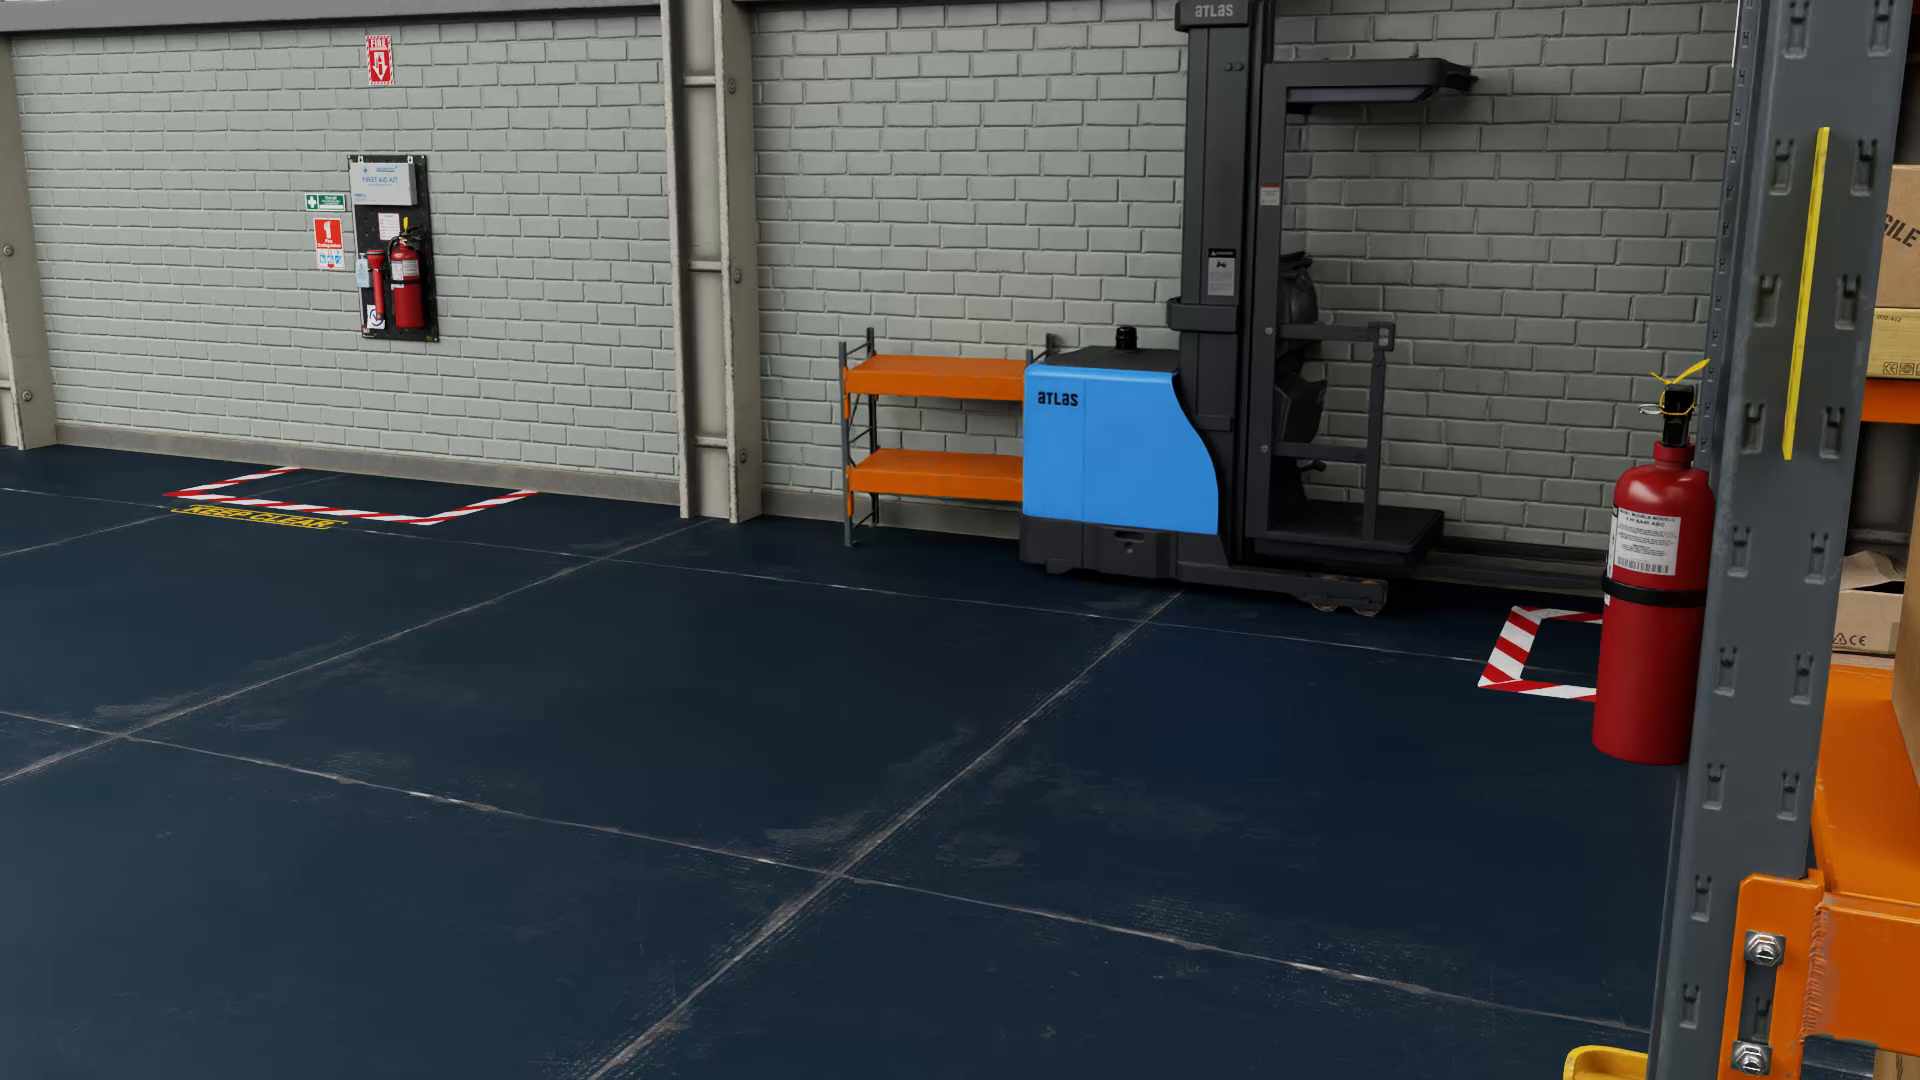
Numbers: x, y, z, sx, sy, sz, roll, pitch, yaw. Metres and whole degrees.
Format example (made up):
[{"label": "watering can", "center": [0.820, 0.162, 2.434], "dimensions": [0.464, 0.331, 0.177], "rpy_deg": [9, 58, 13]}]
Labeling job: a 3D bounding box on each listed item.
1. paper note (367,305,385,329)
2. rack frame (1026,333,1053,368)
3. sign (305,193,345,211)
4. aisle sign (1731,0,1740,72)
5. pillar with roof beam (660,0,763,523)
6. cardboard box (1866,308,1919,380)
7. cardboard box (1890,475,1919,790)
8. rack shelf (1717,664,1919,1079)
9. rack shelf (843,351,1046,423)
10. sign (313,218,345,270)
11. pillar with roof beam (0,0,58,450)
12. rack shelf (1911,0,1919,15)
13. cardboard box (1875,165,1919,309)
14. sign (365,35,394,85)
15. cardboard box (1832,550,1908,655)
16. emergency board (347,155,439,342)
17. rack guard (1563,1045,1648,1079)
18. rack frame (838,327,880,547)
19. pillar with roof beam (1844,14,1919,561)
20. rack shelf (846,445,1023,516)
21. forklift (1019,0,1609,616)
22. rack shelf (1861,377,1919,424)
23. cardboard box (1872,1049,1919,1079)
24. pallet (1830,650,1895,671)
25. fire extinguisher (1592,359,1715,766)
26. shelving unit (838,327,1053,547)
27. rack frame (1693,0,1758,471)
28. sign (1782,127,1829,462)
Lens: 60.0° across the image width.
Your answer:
[{"label": "paper note", "center": [-3.790, -1.447, 10.784], "dimensions": [0.142, 0.148, 0.016], "rpy_deg": [6, 14, 23]}, {"label": "rack frame", "center": [0.425, -0.503, 8.880], "dimensions": [0.032, 1.125, 0.500], "rpy_deg": [4, 17, 15]}, {"label": "sign", "center": [-4.119, -2.191, 10.788], "dimensions": [0.331, 0.109, 0.001], "rpy_deg": [6, 14, 23]}, {"label": "aisle sign", "center": [2.896, -2.147, 6.148], "dimensions": [0.004, 0.787, 0.394], "rpy_deg": [6, 14, 23]}, {"label": "pillar with roof beam", "center": [-3.156, -3.630, 5.026], "dimensions": [0.400, 9.000, 9.100], "rpy_deg": [6, 14, 23]}, {"label": "cardboard box", "center": [3.401, -0.763, 6.224], "dimensions": [0.500, 0.250, 0.500], "rpy_deg": [5, 14, 22]}, {"label": "cardboard box", "center": [1.502, 0.095, 2.066], "dimensions": [0.500, 0.500, 0.700], "rpy_deg": [6, 14, 23]}, {"label": "rack shelf", "center": [2.909, 0.633, 1.566], "dimensions": [4.000, 0.370, 1.077], "rpy_deg": [6, 14, 23]}, {"label": "rack shelf", "center": [-0.067, -0.817, 8.931], "dimensions": [1.000, 0.278, 0.538], "rpy_deg": [4, 17, 15]}, {"label": "sign", "center": [-4.120, -1.935, 10.858], "dimensions": [0.234, 0.329, 0.001], "rpy_deg": [6, 14, 23]}, {"label": "pillar with roof beam", "center": [-8.642, -4.185, 7.392], "dimensions": [0.400, 9.000, 9.100], "rpy_deg": [6, 14, 23]}, {"label": "rack shelf", "center": [4.912, -1.862, 5.635], "dimensions": [4.000, 0.370, 1.077], "rpy_deg": [6, 14, 23]}, {"label": "cardboard box", "center": [3.398, -1.132, 6.157], "dimensions": [0.500, 0.500, 0.500], "rpy_deg": [6, 14, 23]}, {"label": "sign", "center": [-3.623, -2.995, 10.379], "dimensions": [0.199, 0.298, 0.001], "rpy_deg": [6, 14, 23]}, {"label": "cardboard box", "center": [3.679, 0.240, 6.588], "dimensions": [0.500, 0.311, 0.500], "rpy_deg": [4, 14, 17]}, {"label": "emergency board", "center": [-3.656, -1.845, 10.552], "dimensions": [0.643, 1.169, 0.194], "rpy_deg": [6, 14, 23]}, {"label": "rack guard", "center": [1.058, 1.312, 2.568], "dimensions": [0.348, 0.500, 1.175], "rpy_deg": [6, 14, 23]}, {"label": "rack frame", "center": [-0.552, -0.571, 9.151], "dimensions": [0.032, 1.125, 0.500], "rpy_deg": [4, 17, 15]}, {"label": "pillar with roof beam", "center": [2.330, -3.075, 2.660], "dimensions": [0.400, 9.000, 9.100], "rpy_deg": [6, 14, 23]}, {"label": "rack shelf", "center": [-0.060, -0.303, 9.085], "dimensions": [1.000, 0.278, 0.538], "rpy_deg": [4, 17, 15]}, {"label": "forklift", "center": [1.863, -1.209, 7.993], "dimensions": [3.031, 2.935, 1.130], "rpy_deg": [6, 15, 24]}, {"label": "rack shelf", "center": [4.912, -0.402, 5.977], "dimensions": [4.000, 0.370, 1.077], "rpy_deg": [6, 14, 23]}, {"label": "cardboard box", "center": [1.691, 0.854, 2.507], "dimensions": [0.500, 0.500, 0.500], "rpy_deg": [6, 14, 23]}, {"label": "pallet", "center": [3.881, 0.510, 6.621], "dimensions": [1.213, 0.211, 1.003], "rpy_deg": [6, 14, 23]}, {"label": "fire extinguisher", "center": [1.160, 0.027, 2.742], "dimensions": [0.183, 0.674, 0.296], "rpy_deg": [6, 14, 23]}, {"label": "shelving unit", "center": [-0.064, -0.537, 9.015], "dimensions": [1.048, 1.125, 0.538], "rpy_deg": [4, 17, 15]}, {"label": "rack frame", "center": [3.083, -0.937, 6.684], "dimensions": [0.127, 3.000, 1.000], "rpy_deg": [6, 14, 23]}, {"label": "sign", "center": [0.850, -0.247, 1.673], "dimensions": [0.005, 0.325, 0.100], "rpy_deg": [6, 14, 23]}]
